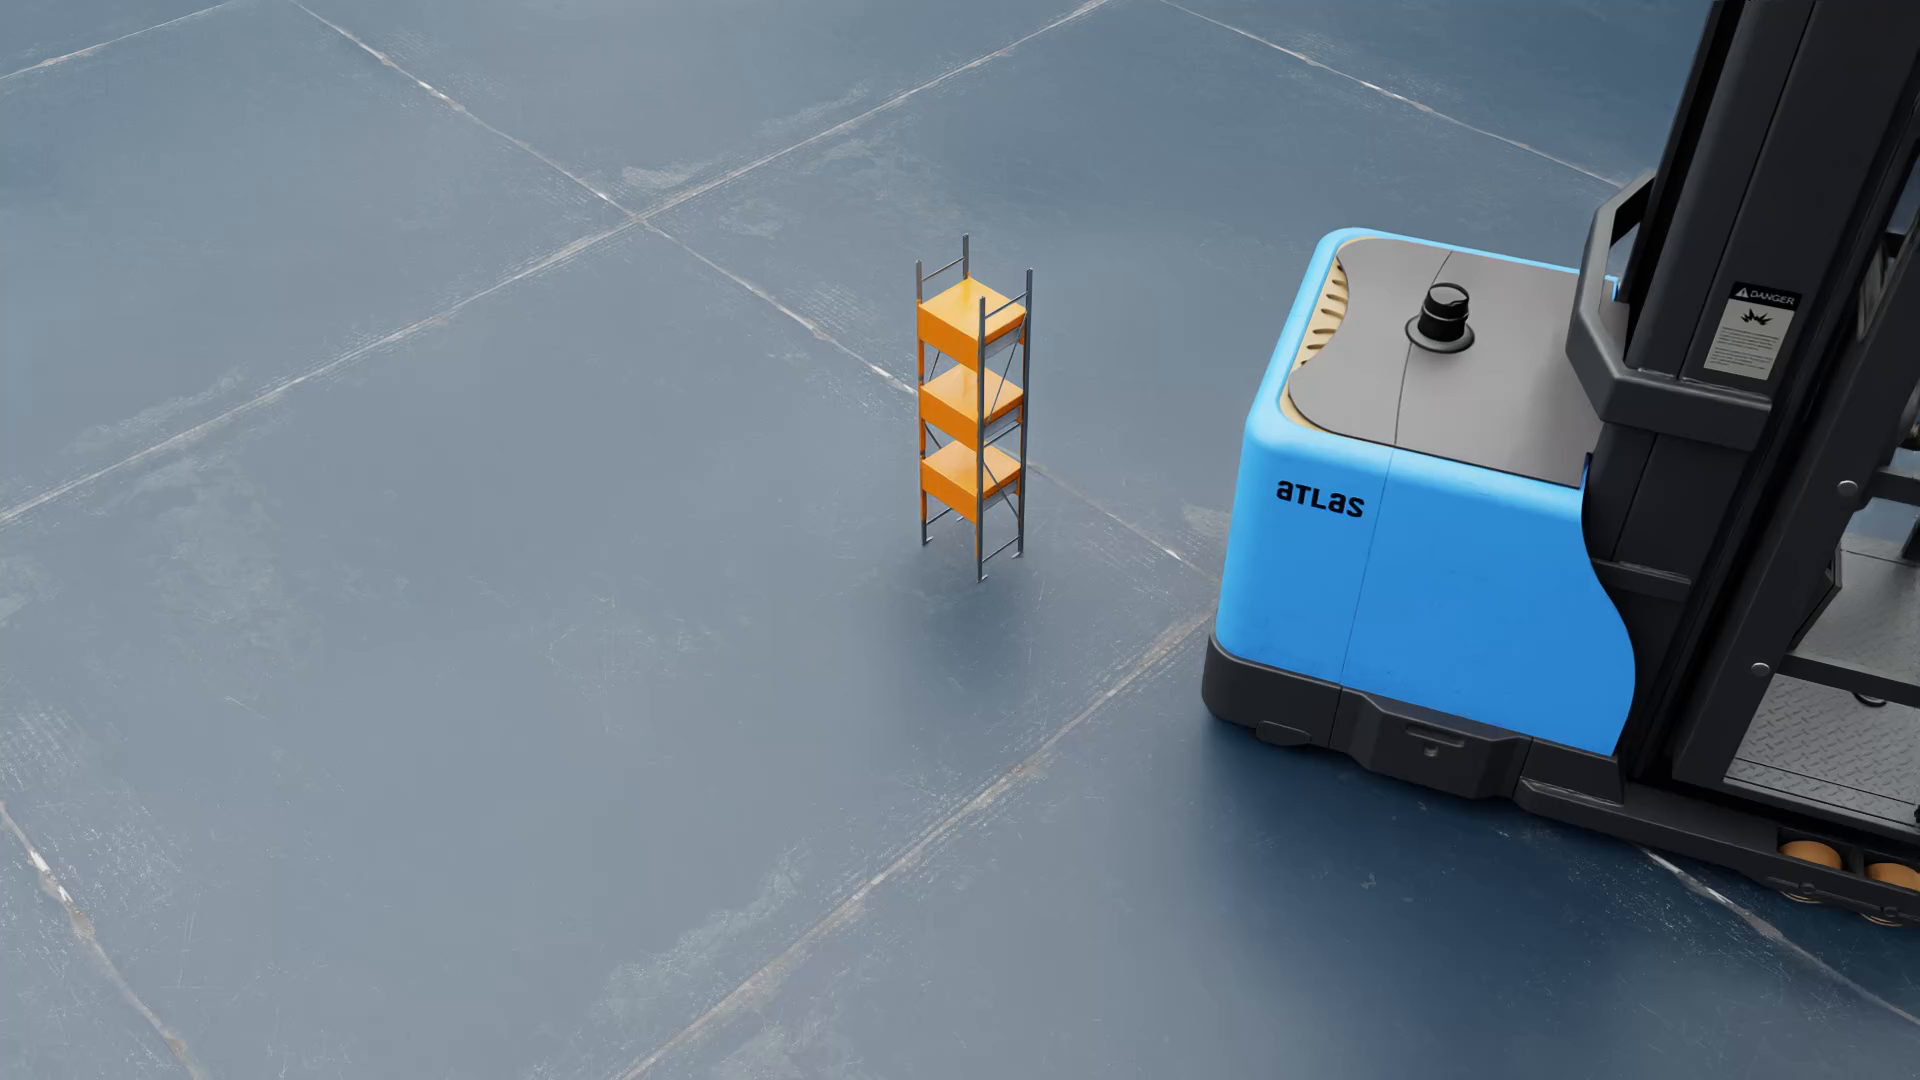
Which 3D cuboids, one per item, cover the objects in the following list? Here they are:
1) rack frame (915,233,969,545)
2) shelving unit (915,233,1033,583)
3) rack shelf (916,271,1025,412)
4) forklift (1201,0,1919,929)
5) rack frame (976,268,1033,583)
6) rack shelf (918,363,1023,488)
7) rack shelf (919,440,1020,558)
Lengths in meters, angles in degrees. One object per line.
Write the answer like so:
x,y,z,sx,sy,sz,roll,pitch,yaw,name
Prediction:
-0.048,-0.418,4.929,0.200,1.050,0.008,-34,53,-31,rack frame
0.038,-0.360,4.866,0.215,1.050,0.252,-34,53,-31,shelving unit
0.038,-0.561,4.680,0.215,0.259,0.240,-34,53,-31,rack shelf
2.250,-0.514,3.647,3.031,2.935,1.130,14,45,15,forklift
0.124,-0.301,4.802,0.200,1.050,0.008,-34,53,-31,rack frame
0.038,-0.352,4.873,0.215,0.259,0.240,-34,53,-31,rack shelf
0.038,-0.148,5.062,0.215,0.259,0.240,-34,53,-31,rack shelf
